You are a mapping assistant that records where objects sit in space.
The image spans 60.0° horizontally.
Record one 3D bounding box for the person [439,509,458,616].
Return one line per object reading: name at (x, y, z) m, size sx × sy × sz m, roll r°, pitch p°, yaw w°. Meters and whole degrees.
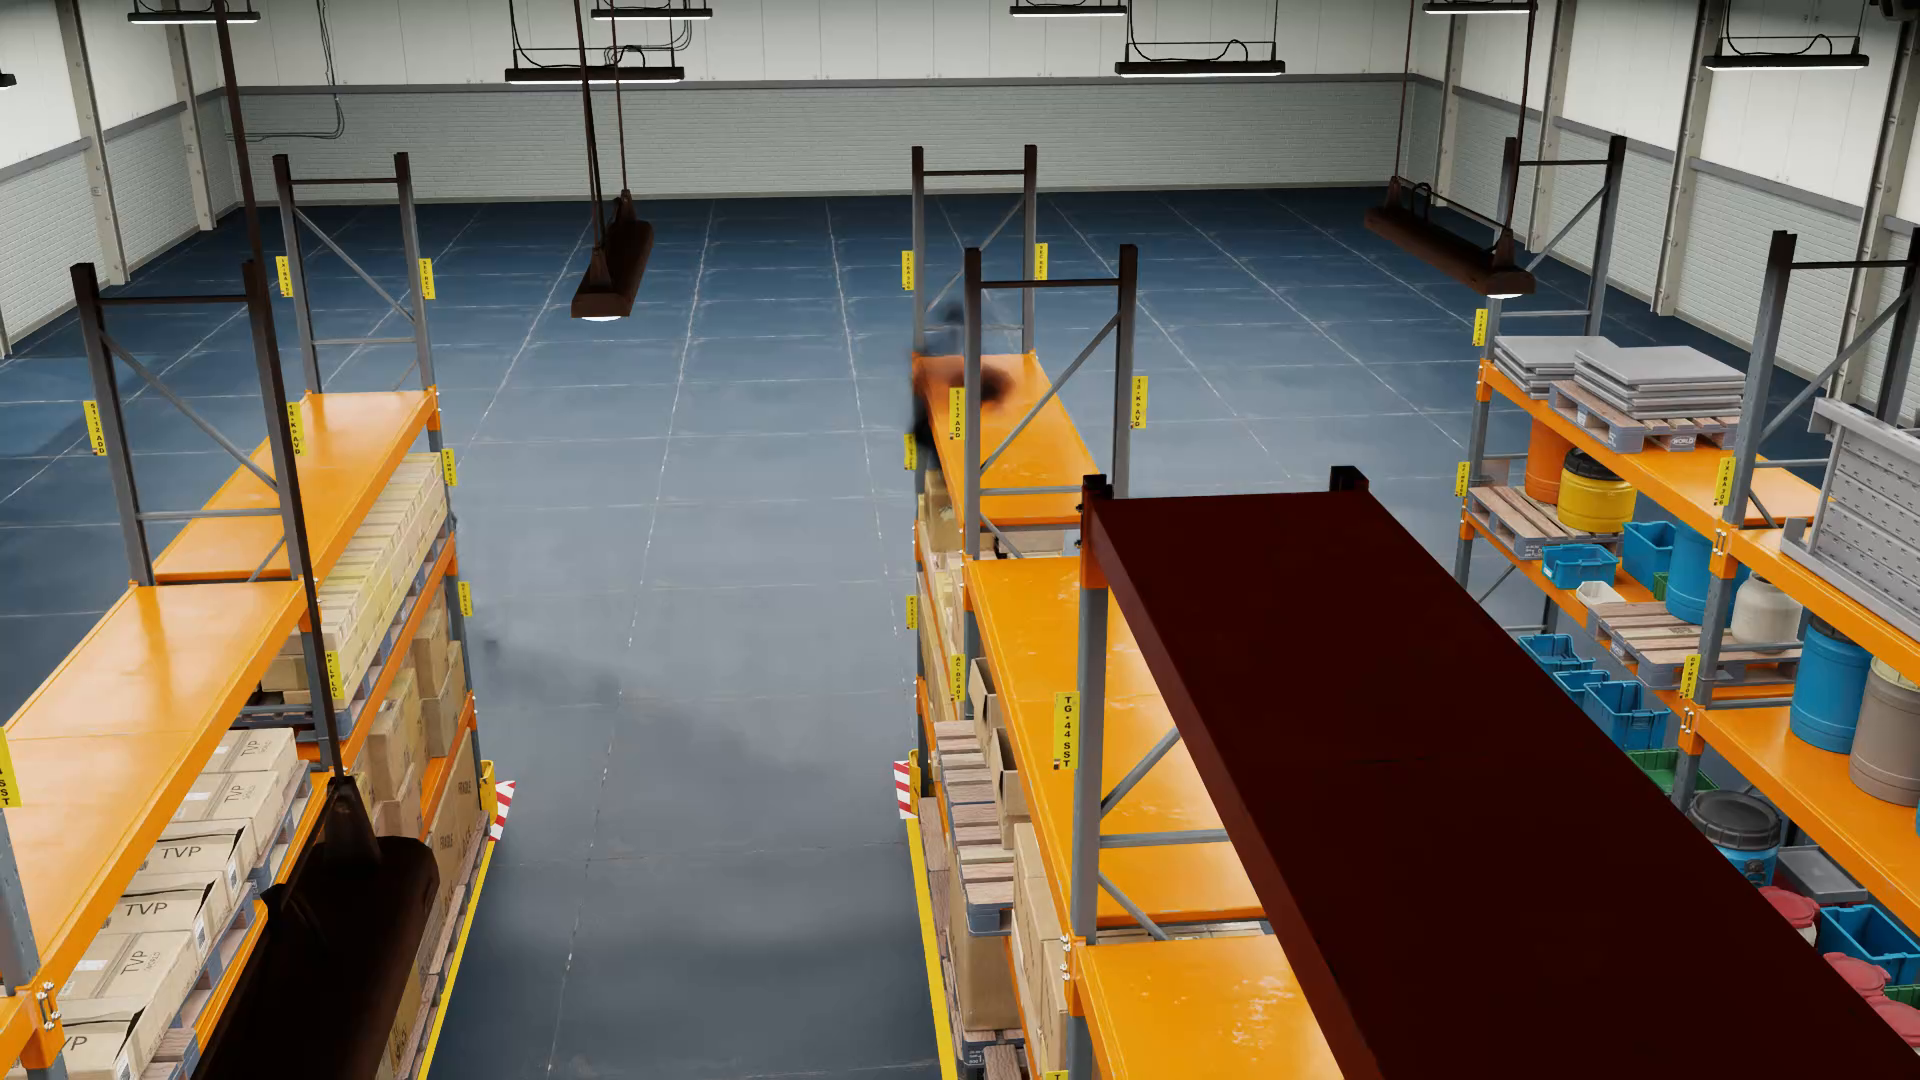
person at (-6.136, 0.097, 19.066) m, size 0.557 × 1.691 × 0.708 m, roll 19°, pitch 29°, yaw 40°
